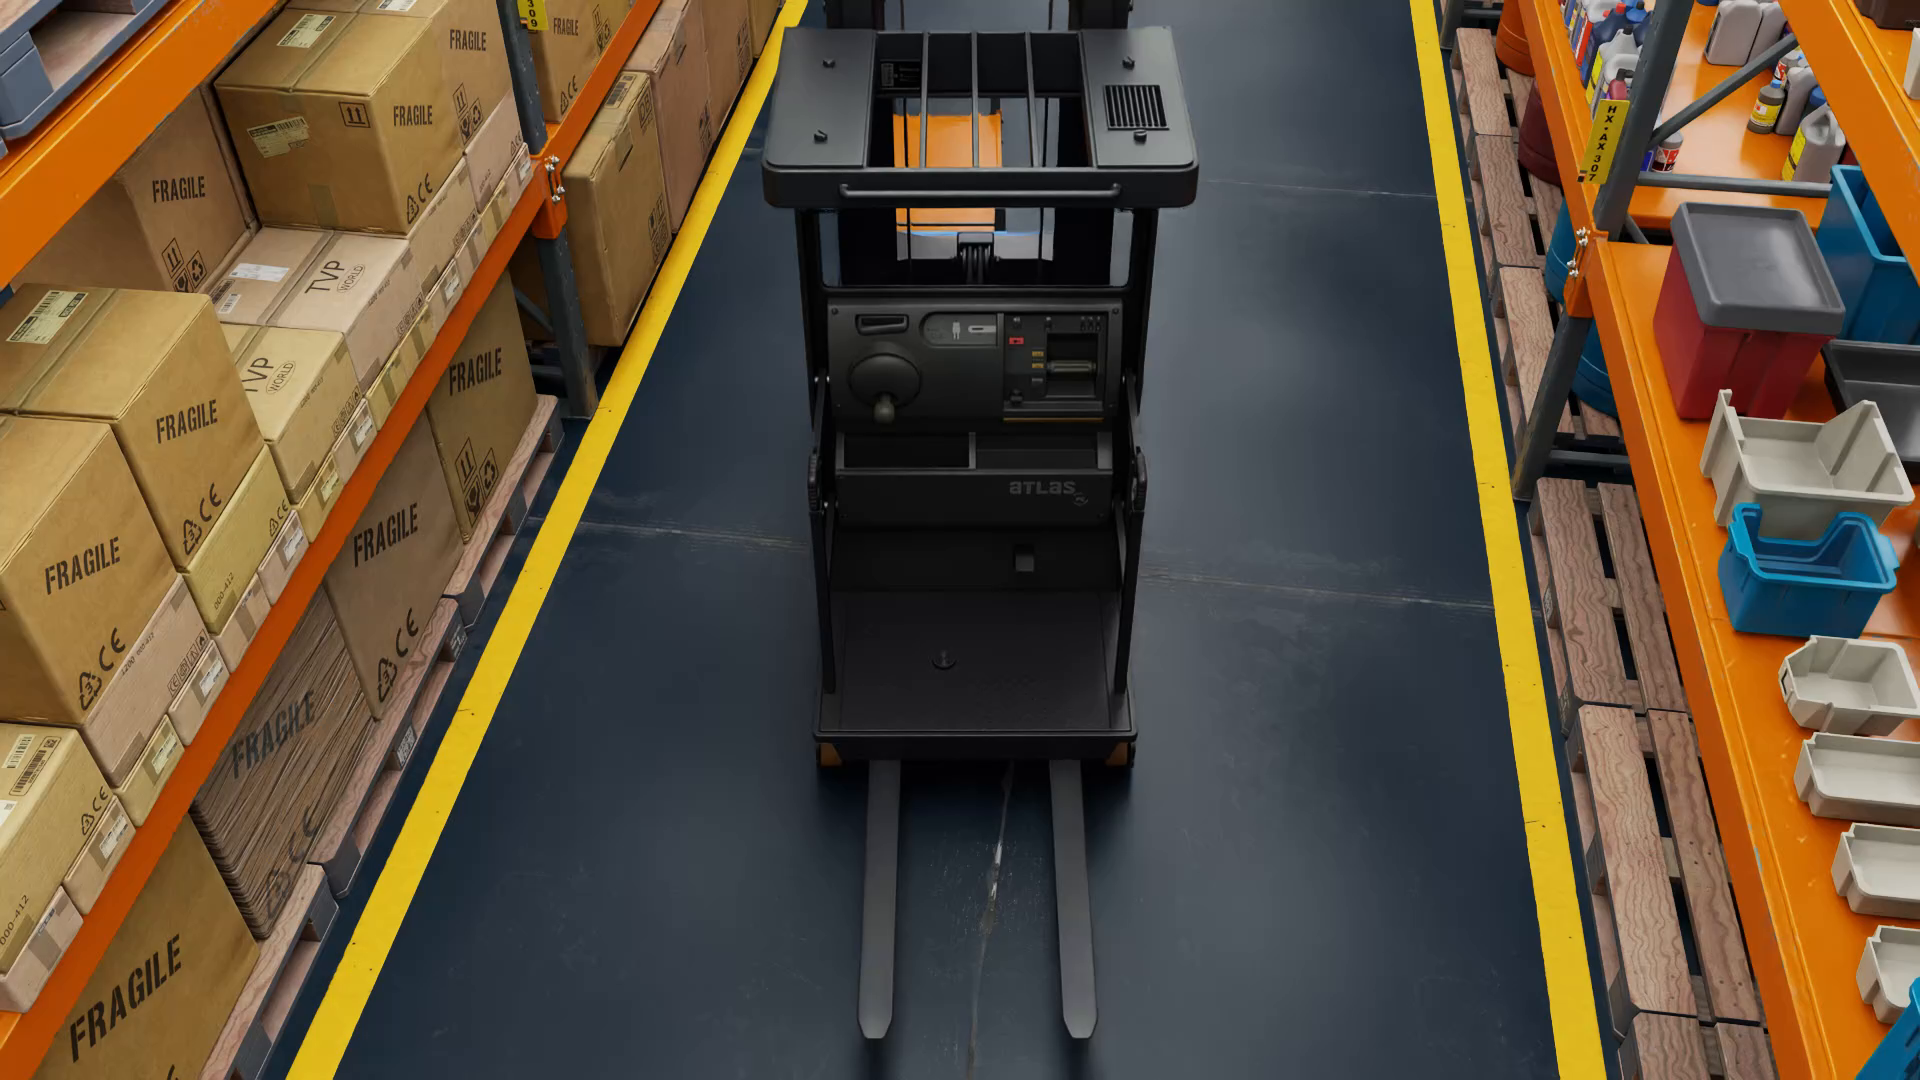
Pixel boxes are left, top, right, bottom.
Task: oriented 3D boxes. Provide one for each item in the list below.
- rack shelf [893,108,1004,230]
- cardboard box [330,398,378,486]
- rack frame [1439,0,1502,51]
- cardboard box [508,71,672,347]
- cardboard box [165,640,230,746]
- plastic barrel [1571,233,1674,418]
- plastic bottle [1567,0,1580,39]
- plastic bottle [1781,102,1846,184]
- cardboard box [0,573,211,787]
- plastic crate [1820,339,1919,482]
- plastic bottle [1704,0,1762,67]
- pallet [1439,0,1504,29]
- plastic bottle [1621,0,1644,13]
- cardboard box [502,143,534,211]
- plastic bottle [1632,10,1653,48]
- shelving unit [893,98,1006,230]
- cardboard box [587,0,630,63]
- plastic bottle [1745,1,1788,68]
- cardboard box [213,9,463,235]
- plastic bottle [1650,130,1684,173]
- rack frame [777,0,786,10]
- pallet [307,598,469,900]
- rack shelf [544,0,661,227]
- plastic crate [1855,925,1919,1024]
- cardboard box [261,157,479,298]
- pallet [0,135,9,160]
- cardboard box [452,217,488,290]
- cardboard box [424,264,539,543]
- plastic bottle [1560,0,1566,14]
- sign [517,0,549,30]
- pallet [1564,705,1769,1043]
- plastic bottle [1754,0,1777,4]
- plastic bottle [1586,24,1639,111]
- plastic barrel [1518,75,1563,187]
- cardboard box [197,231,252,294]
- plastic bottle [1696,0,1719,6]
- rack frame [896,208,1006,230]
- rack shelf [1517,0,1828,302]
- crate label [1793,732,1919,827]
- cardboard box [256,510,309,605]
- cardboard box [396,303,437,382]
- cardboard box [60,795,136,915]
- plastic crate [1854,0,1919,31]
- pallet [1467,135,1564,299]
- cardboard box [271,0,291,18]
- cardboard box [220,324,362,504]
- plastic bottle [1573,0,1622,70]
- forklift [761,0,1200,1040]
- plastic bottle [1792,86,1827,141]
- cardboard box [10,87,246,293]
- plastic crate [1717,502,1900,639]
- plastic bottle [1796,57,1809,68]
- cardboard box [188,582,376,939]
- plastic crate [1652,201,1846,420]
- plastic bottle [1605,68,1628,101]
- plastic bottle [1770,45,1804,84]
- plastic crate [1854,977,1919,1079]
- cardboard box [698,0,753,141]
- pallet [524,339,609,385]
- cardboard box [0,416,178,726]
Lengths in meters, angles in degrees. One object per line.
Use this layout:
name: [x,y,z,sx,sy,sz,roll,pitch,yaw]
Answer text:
rack shelf: [-0.073,-1.457,7.045,0.538,0.278,1.000,0,43,0]
cardboard box: [-2.026,-0.318,5.087,0.380,0.149,0.250,6,44,6]
rack frame: [3.333,-3.972,8.763,1.000,3.000,0.127,5,44,6]
cardboard box: [-2.041,-1.515,7.408,1.225,0.875,0.875,5,44,6]
cardboard box: [-2.161,0.382,4.347,0.380,0.149,0.250,5,44,5]
plastic barrel: [2.893,-1.005,6.851,0.600,0.901,0.708,5,44,6]
plastic bottle: [2.656,-2.237,7.076,0.097,0.201,0.097,0,43,0]
plastic bottle: [3.177,-1.466,6.152,0.144,0.351,0.185,5,44,6]
cardboard box: [-2.241,0.319,4.124,0.500,0.250,0.500,5,44,5]
plastic crate: [2.922,-0.380,5.126,0.437,0.125,0.590,5,44,6]
plastic bottle: [3.214,-2.126,6.904,0.152,0.276,0.135,5,44,6]
pallet: [3.473,-3.483,10.275,1.003,0.211,1.213,5,44,6]
plastic bottle: [2.794,-2.182,6.967,0.097,0.271,0.097,0,43,0]
cardboard box: [-1.821,-1.367,6.195,0.380,0.149,0.250,5,44,6]
plastic bottle: [2.768,-1.997,6.713,0.144,0.351,0.185,5,44,6]
shelving unit: [-0.073,-1.244,7.246,0.538,1.125,1.048,0,43,0]
cardboard box: [-1.732,-2.365,6.994,0.500,0.500,0.500,5,44,6]
plastic bottle: [3.365,-2.112,6.889,0.152,0.276,0.135,5,44,6]
cardboard box: [-1.972,-1.343,5.334,0.500,0.500,0.500,6,44,6]
plastic bottle: [2.662,-1.473,6.268,0.097,0.201,0.097,0,43,0]
rack frame: [-1.577,-4.422,9.238,1.000,3.000,0.127,5,44,6]
pallet: [-2.443,0.662,5.898,1.003,0.211,1.213,5,44,6]
rack shelf: [-1.841,-2.797,8.046,1.077,0.370,4.000,5,44,6]
plastic crate: [2.203,0.982,3.679,0.396,0.136,0.243,5,44,6]
cardboard box: [-1.970,-1.072,5.593,0.500,0.250,0.500,6,44,7]
pallet: [-2.547,-0.533,3.014,1.003,0.211,1.213,5,44,6]
cardboard box: [-1.889,-1.016,5.825,0.380,0.149,0.250,5,44,5]
cardboard box: [-2.272,-0.634,6.478,0.875,0.875,0.875,5,44,6]
plastic bottle: [2.687,-2.395,7.243,0.097,0.201,0.097,0,43,0]
sign: [-1.555,-1.989,5.982,0.100,0.325,0.005,5,44,6]
pallet: [2.586,1.106,5.429,1.003,0.211,1.213,5,44,6]
plastic bottle: [3.396,-2.270,7.056,0.152,0.276,0.135,5,44,6]
plastic bottle: [2.601,-1.884,6.594,0.144,0.351,0.185,5,44,6]
plastic barrel: [3.136,-2.144,8.281,0.600,0.588,0.708,5,44,6]
cardboard box: [-2.561,-0.761,5.265,0.500,0.250,0.500,6,44,7]
plastic bottle: [3.321,-2.491,7.293,0.097,0.271,0.097,0,43,0]
rack frame: [-0.072,-0.895,6.877,0.500,1.125,0.032,0,43,0]
rack shelf: [3.068,-2.347,7.571,1.077,0.370,4.000,5,44,6]
crate label: [2.269,0.594,4.089,0.396,0.136,0.243,5,44,6]
cardboard box: [-2.093,0.033,4.716,0.380,0.149,0.250,5,44,5]
cardboard box: [-1.957,-0.665,5.454,0.380,0.149,0.250,6,44,6]
cardboard box: [-2.228,0.735,3.975,0.380,0.149,0.250,5,44,5]
plastic crate: [2.368,-1.466,4.030,0.497,0.269,0.590,5,44,6]
pallet: [3.106,-1.589,8.274,1.003,0.211,1.213,5,44,6]
cardboard box: [-2.422,-1.718,5.730,0.500,0.500,0.500,5,44,6]
cardboard box: [-2.107,-0.379,4.861,0.500,0.250,0.500,4,44,5]
plastic bottle: [2.650,-2.091,6.867,0.152,0.276,0.135,5,44,6]
forklift: [0.050,-0.480,5.125,1.130,2.935,3.031,0,43,0]
plastic bottle: [3.303,-1.647,6.402,0.097,0.271,0.097,0,43,0]
cardboard box: [-2.559,-1.028,5.002,0.500,0.500,0.500,4,44,4]
plastic crate: [2.292,0.097,4.544,0.416,0.233,0.300,5,44,6]
plastic bottle: [3.333,-1.805,6.569,0.097,0.271,0.097,0,43,0]
cardboard box: [-2.509,0.586,5.190,0.875,0.875,0.875,5,44,6]
plastic crate: [2.437,-0.705,5.222,0.402,0.464,0.583,5,44,6]
plastic bottle: [2.521,-1.663,6.409,0.061,0.283,0.133,5,44,6]
plastic bottle: [3.359,-1.913,6.733,0.097,0.201,0.097,0,43,0]
plastic crate: [2.134,1.201,3.231,0.616,0.435,0.499,5,44,6]
cardboard box: [-1.814,-2.727,8.689,1.225,0.875,0.875,5,44,6]
pallet: [-2.078,-1.216,7.881,1.003,0.211,1.213,5,44,6]
cardboard box: [-2.237,0.061,3.851,0.500,0.500,0.500,4,44,4]
